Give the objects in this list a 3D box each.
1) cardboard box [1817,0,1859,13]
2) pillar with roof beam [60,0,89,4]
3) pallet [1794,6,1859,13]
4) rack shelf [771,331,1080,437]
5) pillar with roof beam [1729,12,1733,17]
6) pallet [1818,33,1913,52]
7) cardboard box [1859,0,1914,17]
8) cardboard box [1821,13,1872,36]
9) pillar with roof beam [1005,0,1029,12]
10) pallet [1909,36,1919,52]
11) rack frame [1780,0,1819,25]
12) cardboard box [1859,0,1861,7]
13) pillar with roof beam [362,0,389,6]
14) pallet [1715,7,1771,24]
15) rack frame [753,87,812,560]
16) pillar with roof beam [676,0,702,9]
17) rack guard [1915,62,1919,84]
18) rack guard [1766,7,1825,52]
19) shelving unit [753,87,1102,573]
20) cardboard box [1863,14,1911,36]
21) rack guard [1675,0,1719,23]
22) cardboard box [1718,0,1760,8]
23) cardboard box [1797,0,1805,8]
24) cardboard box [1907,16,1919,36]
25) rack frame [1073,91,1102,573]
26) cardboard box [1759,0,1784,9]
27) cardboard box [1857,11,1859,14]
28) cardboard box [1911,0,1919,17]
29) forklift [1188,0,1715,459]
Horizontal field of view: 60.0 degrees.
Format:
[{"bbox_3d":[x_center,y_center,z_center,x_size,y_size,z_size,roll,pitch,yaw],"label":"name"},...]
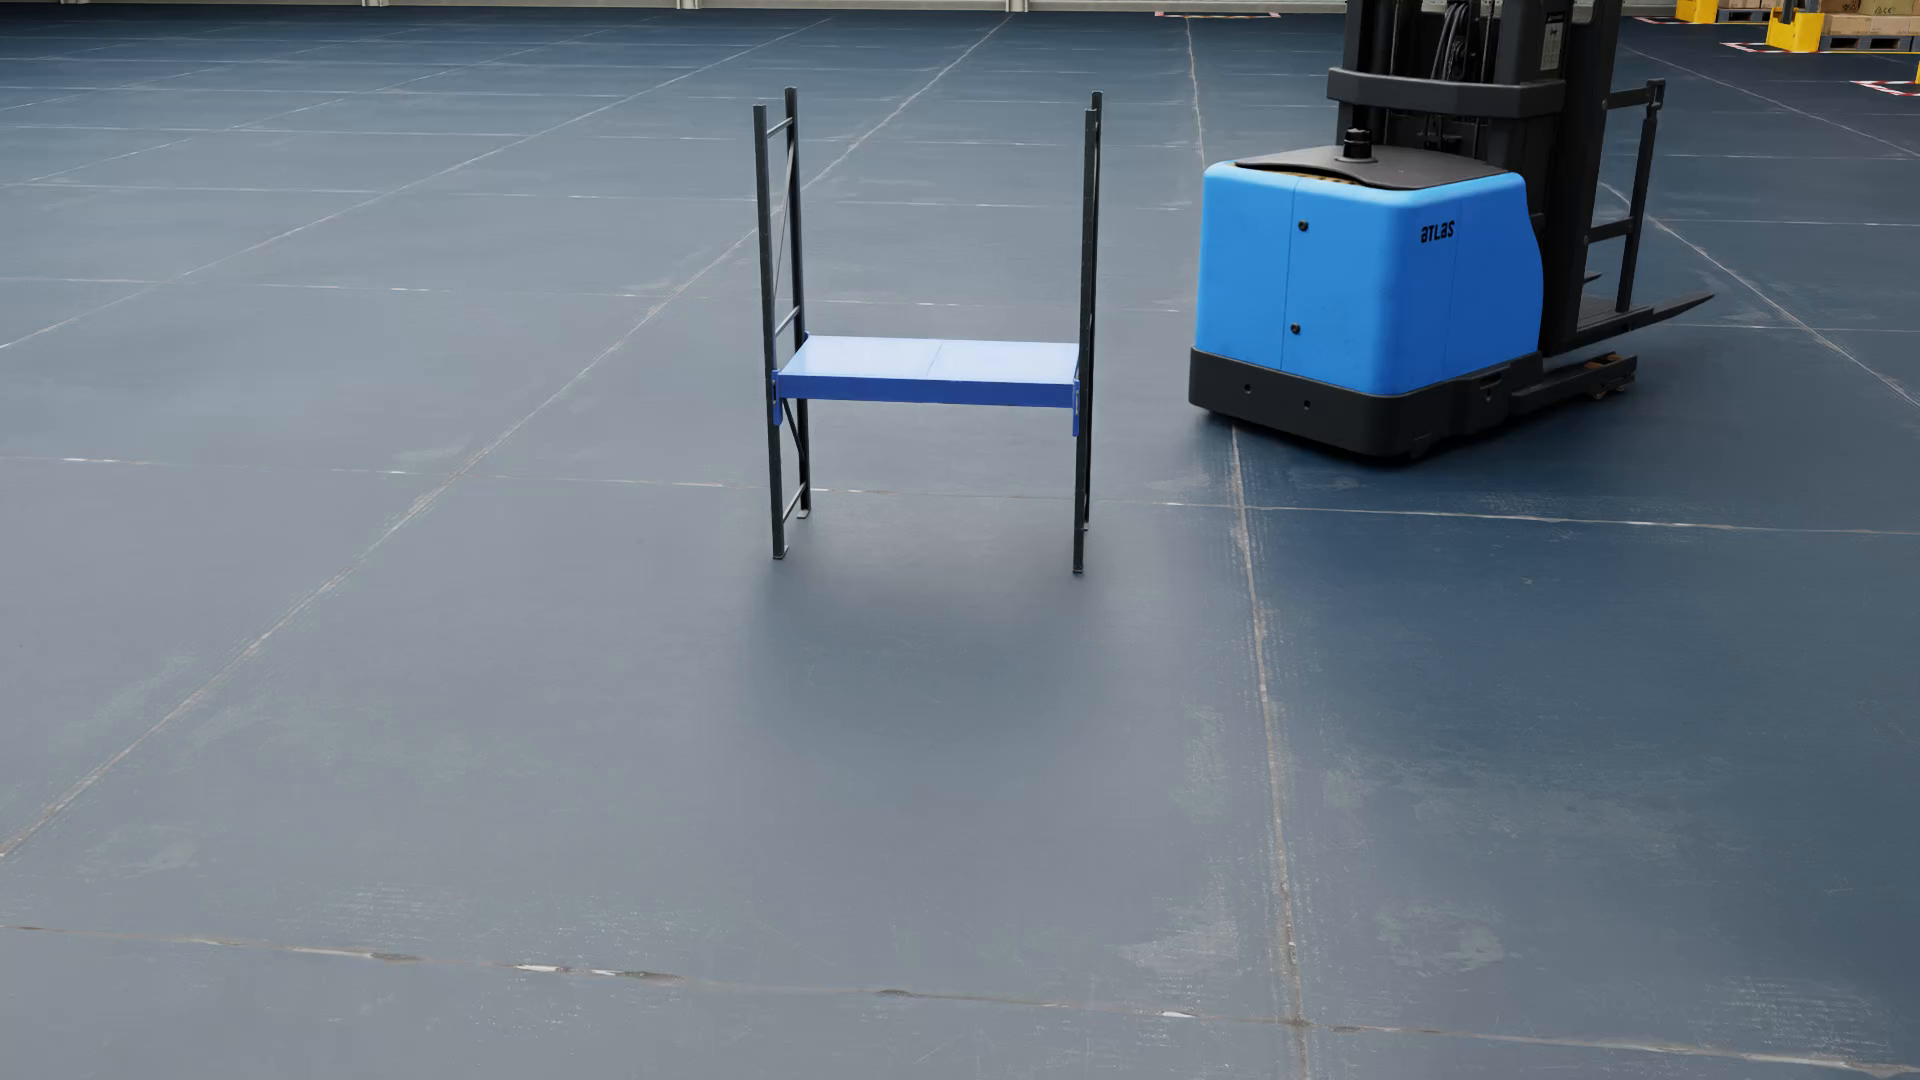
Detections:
[{"bbox_3d":[12.132,-7.580,23.045,0.500,0.500,0.500,2,22,6],"label":"cardboard box"},{"bbox_3d":[-17.358,-12.839,26.041,0.400,9.000,9.100,2,22,6],"label":"pillar with roof beam"},{"bbox_3d":[14.230,-8.636,27.361,1.213,0.211,1.003,2,22,6],"label":"pallet"},{"bbox_3d":[-0.085,-0.534,5.604,1.000,0.185,0.538,2,22,6],"label":"rack shelf"},{"bbox_3d":[12.434,-11.541,22.757,0.400,9.000,9.100,2,22,6],"label":"pillar with roof beam"},{"bbox_3d":[12.329,-6.914,23.006,1.213,0.211,1.003,2,22,6],"label":"pallet"},{"bbox_3d":[12.567,-7.369,22.512,0.500,0.500,0.500,2,22,6],"label":"cardboard box"},{"bbox_3d":[12.071,-7.041,22.703,0.500,0.250,0.500,2,22,6],"label":"cardboard box"},{"bbox_3d":[0.517,-12.061,24.071,0.400,9.000,9.100,2,22,6],"label":"pillar with roof beam"},{"bbox_3d":[13.537,-6.861,22.870,1.213,0.211,1.003,2,22,6],"label":"pallet"},{"bbox_3d":[11.564,-8.229,22.539,0.127,3.000,1.000,2,22,6],"label":"rack frame"},{"bbox_3d":[15.080,-8.937,27.131,0.500,0.500,0.500,1,22,2],"label":"cardboard box"},{"bbox_3d":[-11.399,-12.580,25.384,0.400,9.000,9.100,2,22,6],"label":"pillar with roof beam"},{"bbox_3d":[13.022,-8.690,27.497,1.213,0.211,1.003,2,22,6],"label":"pallet"},{"bbox_3d":[-0.590,-0.723,5.593,0.032,1.500,0.500,2,22,6],"label":"rack frame"},{"bbox_3d":[-5.441,-12.320,24.727,0.400,9.000,9.100,2,22,6],"label":"pillar with roof beam"},{"bbox_3d":[11.059,-5.272,18.459,0.348,0.500,1.175,2,22,6],"label":"rack guard"},{"bbox_3d":[11.541,-7.068,23.001,0.348,0.500,1.175,2,22,6],"label":"rack guard"},{"bbox_3d":[-0.085,-0.701,5.538,1.048,1.500,0.538,2,22,6],"label":"shelving unit"},{"bbox_3d":[12.568,-7.021,22.652,0.500,0.250,0.500,2,22,6],"label":"cardboard box"},{"bbox_3d":[12.219,-8.872,27.565,0.348,0.500,1.175,2,22,6],"label":"rack guard"},{"bbox_3d":[12.820,-8.929,27.368,0.500,0.311,0.500,0,22,0],"label":"cardboard box"},{"bbox_3d":[14.109,-8.942,27.145,0.500,0.500,0.700,1,22,3],"label":"cardboard box"},{"bbox_3d":[13.064,-6.999,22.596,0.500,0.250,0.500,2,22,6],"label":"cardboard box"},{"bbox_3d":[0.420,-0.679,5.482,0.032,1.500,0.500,2,22,6],"label":"rack frame"},{"bbox_3d":[13.386,-8.904,27.306,0.500,0.311,0.500,4,22,11],"label":"cardboard box"},{"bbox_3d":[12.630,-7.213,23.138,0.500,0.250,0.500,2,22,6],"label":"cardboard box"},{"bbox_3d":[13.066,-7.352,22.469,0.500,0.500,0.500,2,22,6],"label":"cardboard box"},{"bbox_3d":[2.417,-2.114,7.164,3.031,2.935,1.130,-18,28,-38],"label":"forklift"}]
